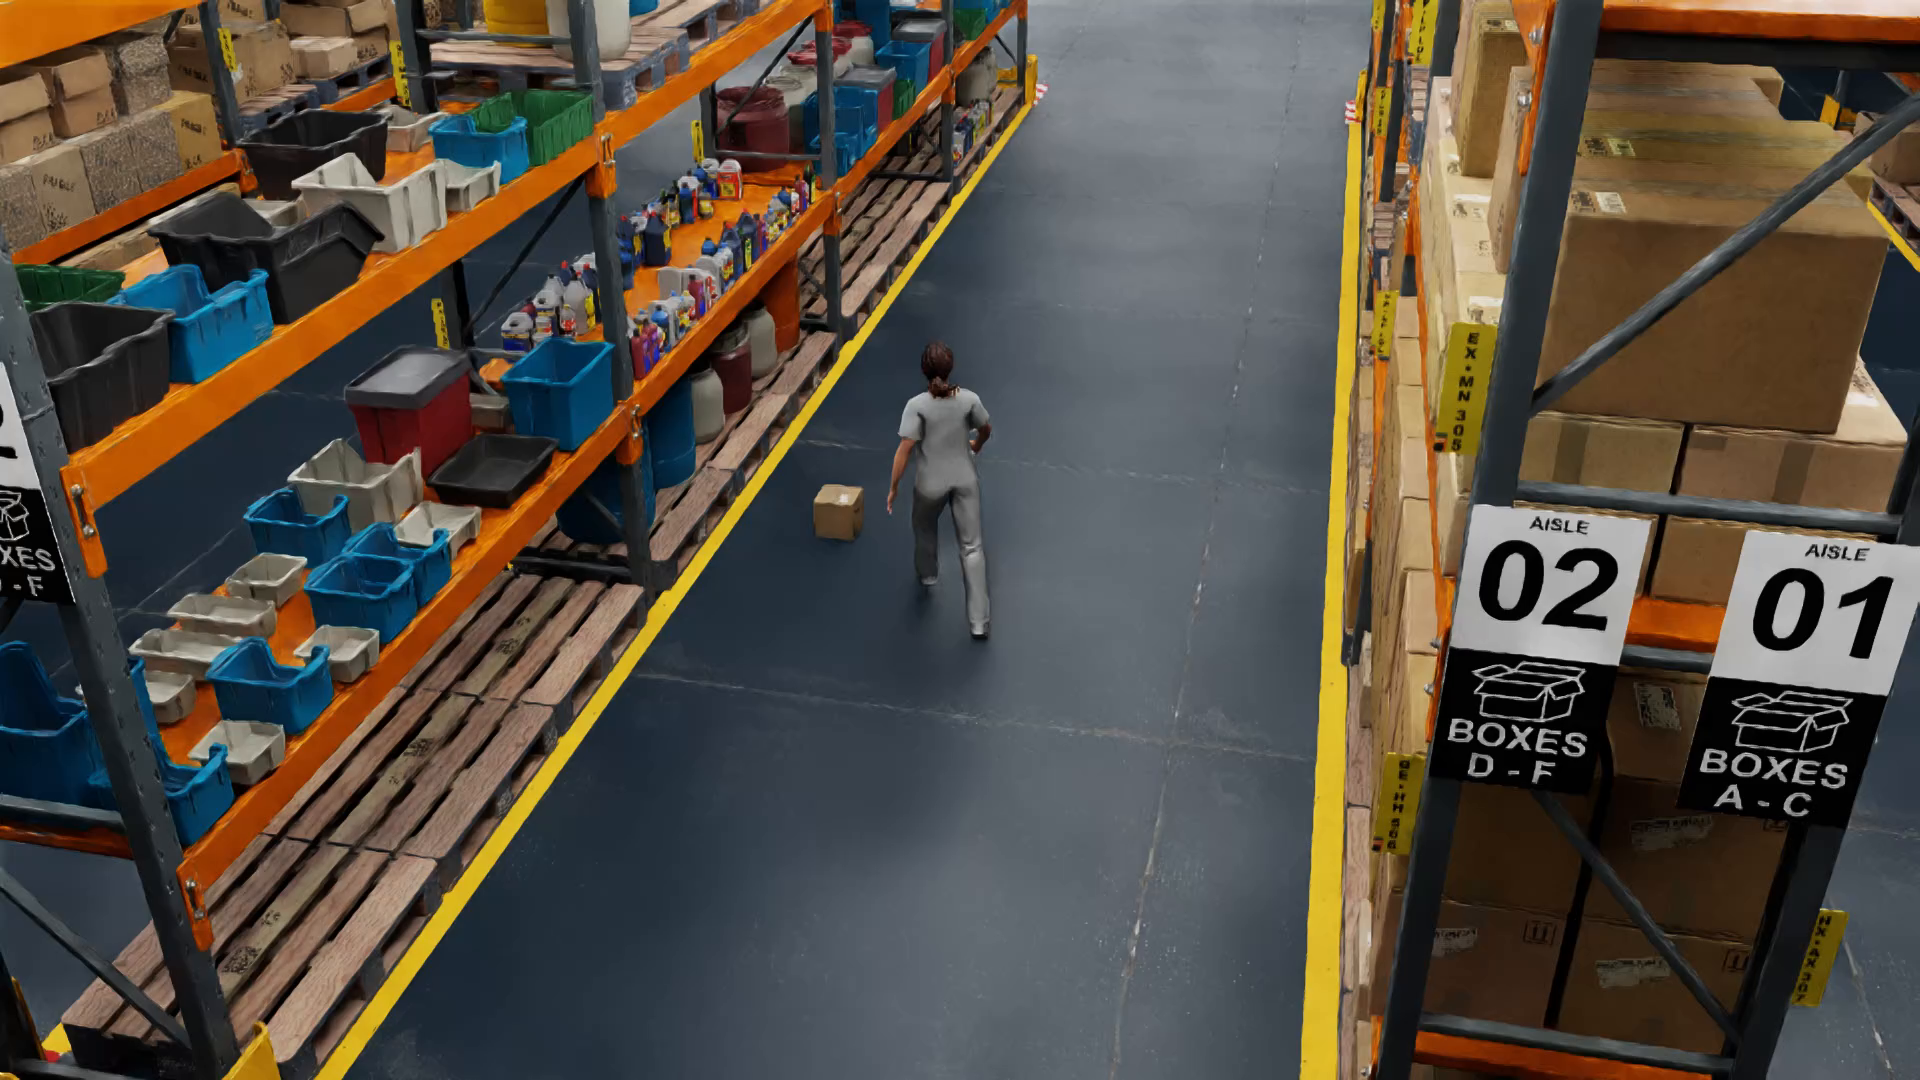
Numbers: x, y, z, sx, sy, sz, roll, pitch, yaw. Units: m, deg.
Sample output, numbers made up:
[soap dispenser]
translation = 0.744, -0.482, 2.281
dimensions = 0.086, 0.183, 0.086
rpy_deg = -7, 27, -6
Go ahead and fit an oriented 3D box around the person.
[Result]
[person]
translation = -0.130, -0.353, 9.263
dimensions = 0.629, 1.639, 0.915
rpy_deg = -7, 30, -12
